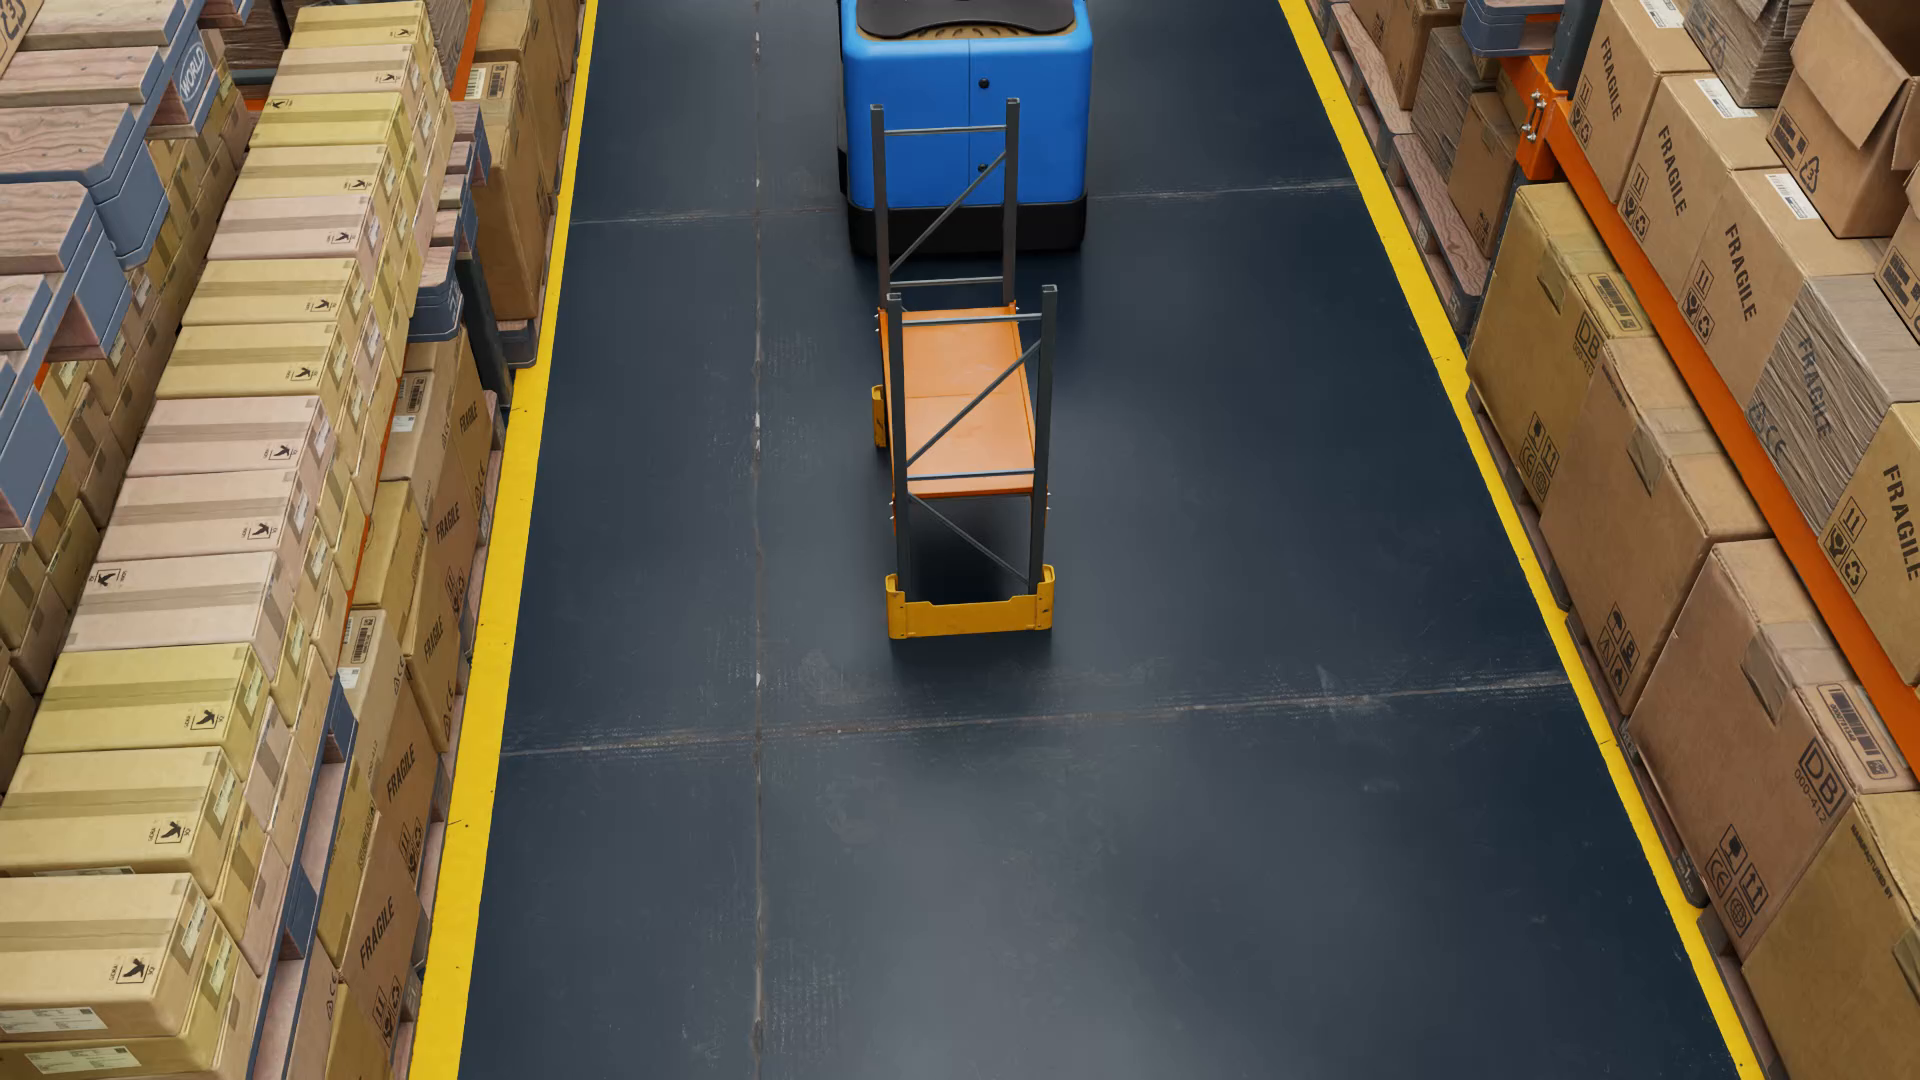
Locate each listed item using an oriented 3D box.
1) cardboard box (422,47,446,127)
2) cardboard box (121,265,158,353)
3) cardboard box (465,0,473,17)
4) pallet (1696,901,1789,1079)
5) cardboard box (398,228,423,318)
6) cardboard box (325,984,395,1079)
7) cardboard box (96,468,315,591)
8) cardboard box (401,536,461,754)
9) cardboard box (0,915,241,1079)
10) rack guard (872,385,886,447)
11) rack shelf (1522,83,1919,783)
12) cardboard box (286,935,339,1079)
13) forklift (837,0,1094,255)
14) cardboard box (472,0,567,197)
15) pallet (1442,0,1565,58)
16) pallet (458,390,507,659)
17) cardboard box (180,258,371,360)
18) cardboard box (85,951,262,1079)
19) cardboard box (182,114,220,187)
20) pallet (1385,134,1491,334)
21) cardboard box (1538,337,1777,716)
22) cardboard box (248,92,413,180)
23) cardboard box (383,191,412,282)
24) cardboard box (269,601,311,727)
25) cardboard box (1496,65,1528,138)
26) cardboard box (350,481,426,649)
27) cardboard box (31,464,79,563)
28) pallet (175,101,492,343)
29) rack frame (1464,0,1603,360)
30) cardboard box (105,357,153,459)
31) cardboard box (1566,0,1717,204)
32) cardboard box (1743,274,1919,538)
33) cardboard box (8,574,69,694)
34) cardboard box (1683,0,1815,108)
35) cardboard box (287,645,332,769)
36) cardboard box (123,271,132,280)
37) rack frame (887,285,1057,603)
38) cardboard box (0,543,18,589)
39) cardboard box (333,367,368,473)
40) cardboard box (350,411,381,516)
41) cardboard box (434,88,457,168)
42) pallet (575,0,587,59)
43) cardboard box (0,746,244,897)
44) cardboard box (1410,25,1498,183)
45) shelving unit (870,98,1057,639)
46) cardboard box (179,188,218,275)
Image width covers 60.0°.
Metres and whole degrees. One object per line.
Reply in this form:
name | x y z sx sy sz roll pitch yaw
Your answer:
cardboard box | -1.832 -1.408 5.196 0.380 0.149 0.250 -3 47 -2
cardboard box | -2.395 -0.624 4.454 0.380 0.149 0.250 -3 47 -3
cardboard box | -2.141 -2.321 6.313 0.500 0.500 0.500 -4 47 -4
pallet | 2.819 1.493 4.690 1.003 0.211 1.213 -3 47 -3
cardboard box | -1.770 -0.760 4.788 0.380 0.149 0.250 -4 47 -4
cardboard box | -1.790 1.481 4.214 0.500 0.500 0.500 -2 47 -2
cardboard box | -1.656 -0.012 3.669 0.380 0.149 0.250 -4 47 -4
cardboard box | -1.911 0.355 5.280 0.500 0.500 0.500 -5 47 -5
cardboard box | -1.567 0.843 3.064 0.380 0.149 0.250 -3 47 -3
rack guard | -0.048 -0.501 6.553 0.587 0.250 0.087 -3 47 -3
rack shelf | 2.791 -0.111 4.785 1.077 0.370 4.000 -3 47 -3
cardboard box | -1.791 1.223 3.942 0.500 0.250 0.500 -5 47 -5
forklift | -0.051 -3.330 7.385 1.130 2.935 3.031 -3 47 -2
cardboard box | -2.365 -2.027 7.364 1.050 0.750 0.750 -3 47 -3
pallet | 2.458 -2.249 6.446 1.213 0.211 1.003 -3 47 -3
pallet | -2.263 -0.053 6.155 1.003 0.211 1.213 -3 47 -3
cardboard box | -1.723 -0.578 4.205 0.380 0.149 0.250 -1 47 -1
cardboard box | -1.567 0.946 3.172 0.380 0.149 0.250 -6 47 -5
cardboard box | -2.462 -1.180 4.980 0.380 0.149 0.250 -1 47 -1
pallet | 2.560 -1.412 7.442 1.003 0.211 1.213 -3 47 -3
cardboard box | 2.728 -0.074 5.428 1.225 0.875 0.875 -3 47 -3
cardboard box | -1.788 -1.142 4.740 0.380 0.149 0.250 -2 47 -2
cardboard box | -1.763 -0.844 4.662 0.380 0.149 0.250 -3 47 -3
cardboard box | -1.635 0.281 3.597 0.380 0.149 0.250 -5 47 -5
cardboard box | 2.538 -1.838 6.827 0.500 0.250 0.500 -2 47 -2
cardboard box | -1.929 0.092 5.013 0.500 0.250 0.500 -2 47 -2
cardboard box | -2.336 -0.073 3.932 0.380 0.149 0.250 -3 47 -3
pallet | -2.161 -1.002 5.265 1.213 0.211 1.003 -3 47 -3
rack frame | 2.624 -1.806 5.894 1.000 3.000 0.127 -3 47 -3
cardboard box | -2.378 -0.340 4.390 0.380 0.149 0.250 -3 47 -3
cardboard box | 2.393 -1.472 5.509 0.500 0.500 0.500 -2 47 -2
cardboard box | 2.525 -0.367 4.463 0.500 0.500 0.500 -3 47 -3
cardboard box | -2.314 0.233 3.848 0.380 0.149 0.250 -5 47 -5
cardboard box | 2.669 -1.655 4.992 0.797 0.503 0.637 -2 47 -2
cardboard box | -1.633 0.383 3.706 0.380 0.149 0.250 -3 47 -3
cardboard box | -2.394 -0.735 4.354 0.380 0.149 0.250 -2 47 -1
rack frame | 0.035 -0.210 5.416 0.500 1.500 0.032 -3 47 -3
cardboard box | -2.303 0.026 3.633 0.380 0.149 0.250 -5 47 -5
cardboard box | -1.700 -0.288 4.136 0.380 0.149 0.250 -4 47 -4
cardboard box | -1.699 -0.181 4.240 0.380 0.149 0.250 -5 47 -5
cardboard box | -1.828 -1.307 5.305 0.380 0.149 0.250 -3 47 -3
pallet | -2.522 -2.959 8.907 1.003 0.211 1.213 -3 47 -3
cardboard box | -1.596 0.540 3.147 0.380 0.149 0.250 -2 47 -2
cardboard box | 2.489 -1.982 7.479 0.700 0.500 0.500 -7 47 -7
shelving unit | -0.006 -0.571 5.758 0.587 1.500 1.083 -3 47 -3
cardboard box | -2.445 -0.910 4.930 0.380 0.149 0.250 -1 47 -1
